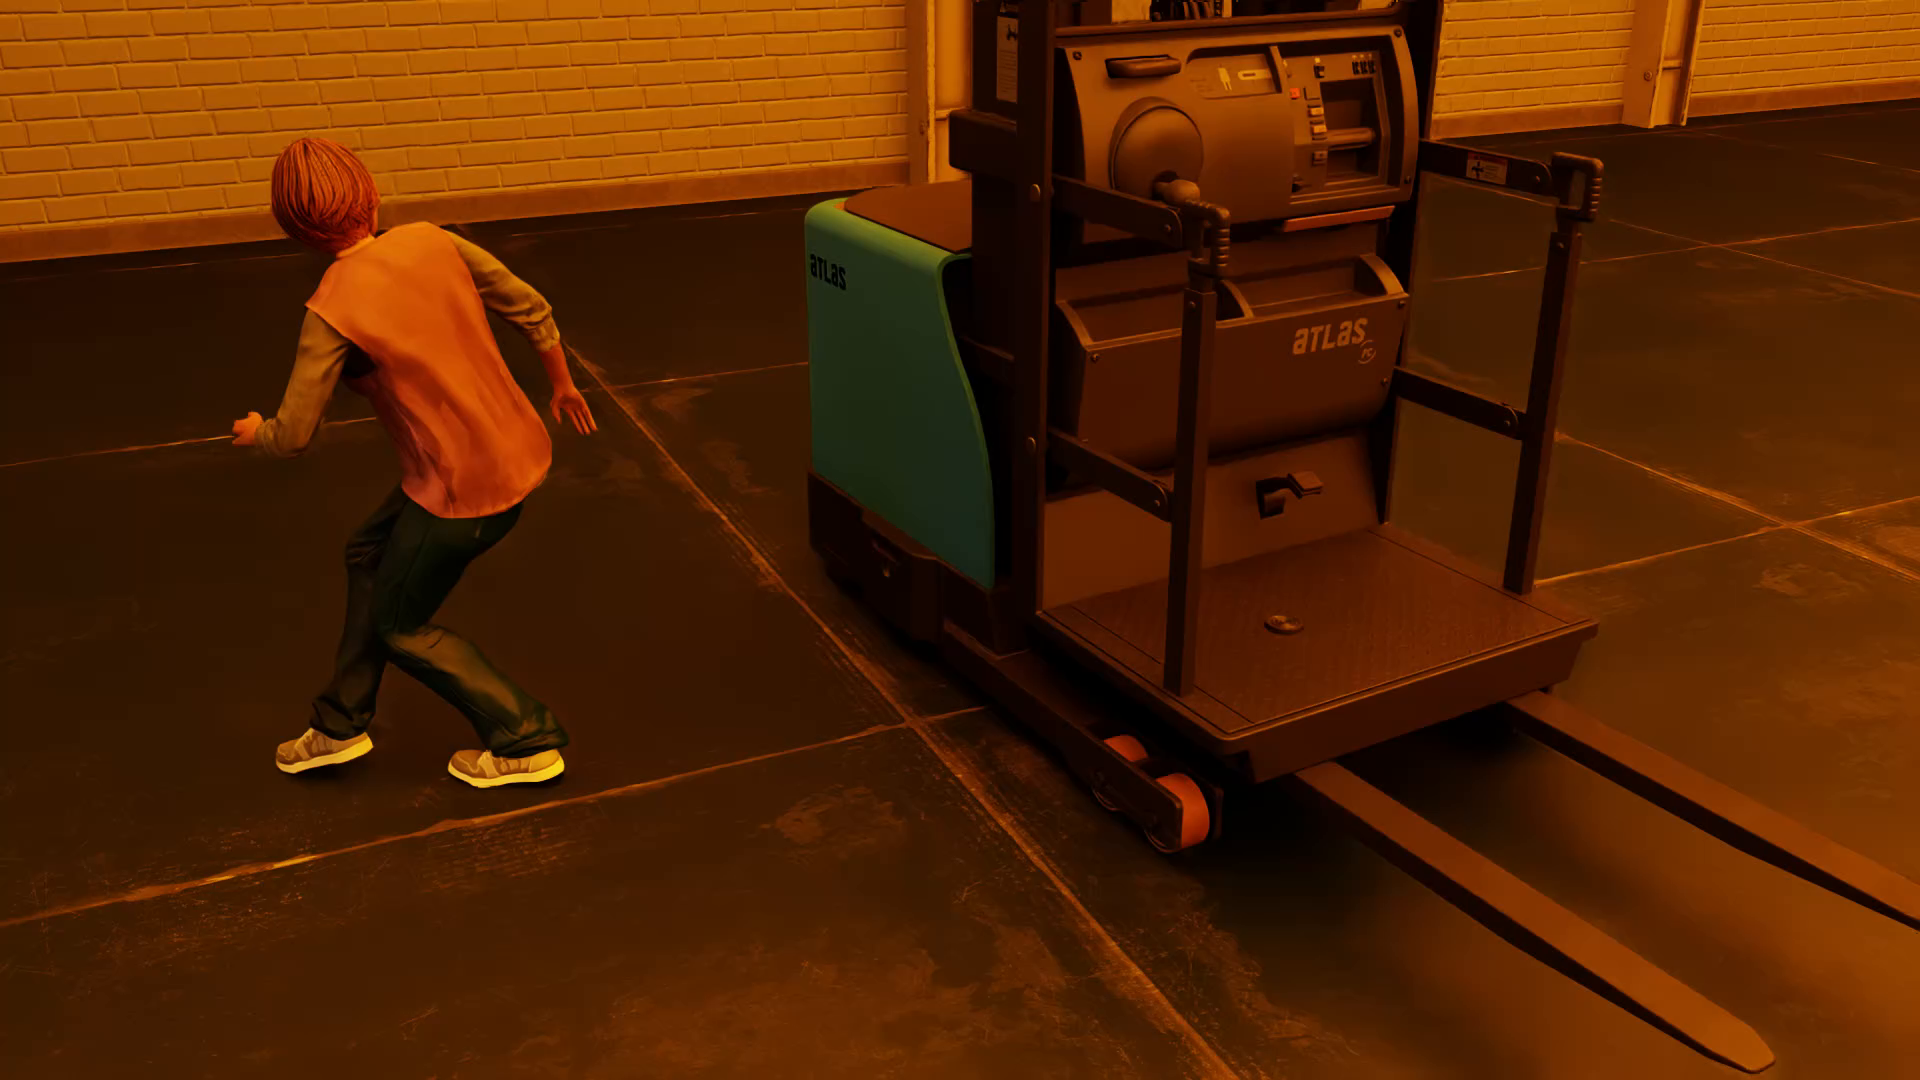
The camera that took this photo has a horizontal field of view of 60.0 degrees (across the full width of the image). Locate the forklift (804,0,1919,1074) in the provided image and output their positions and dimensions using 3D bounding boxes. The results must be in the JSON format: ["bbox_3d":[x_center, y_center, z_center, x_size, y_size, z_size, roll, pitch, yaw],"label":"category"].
[{"bbox_3d":[0.740,-0.895,3.439,1.130,2.935,3.031,-13,26,-28],"label":"forklift"}]

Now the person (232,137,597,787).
[{"bbox_3d":[-1.222,-0.165,3.650,0.714,1.444,0.637,5,23,12],"label":"person"}]
